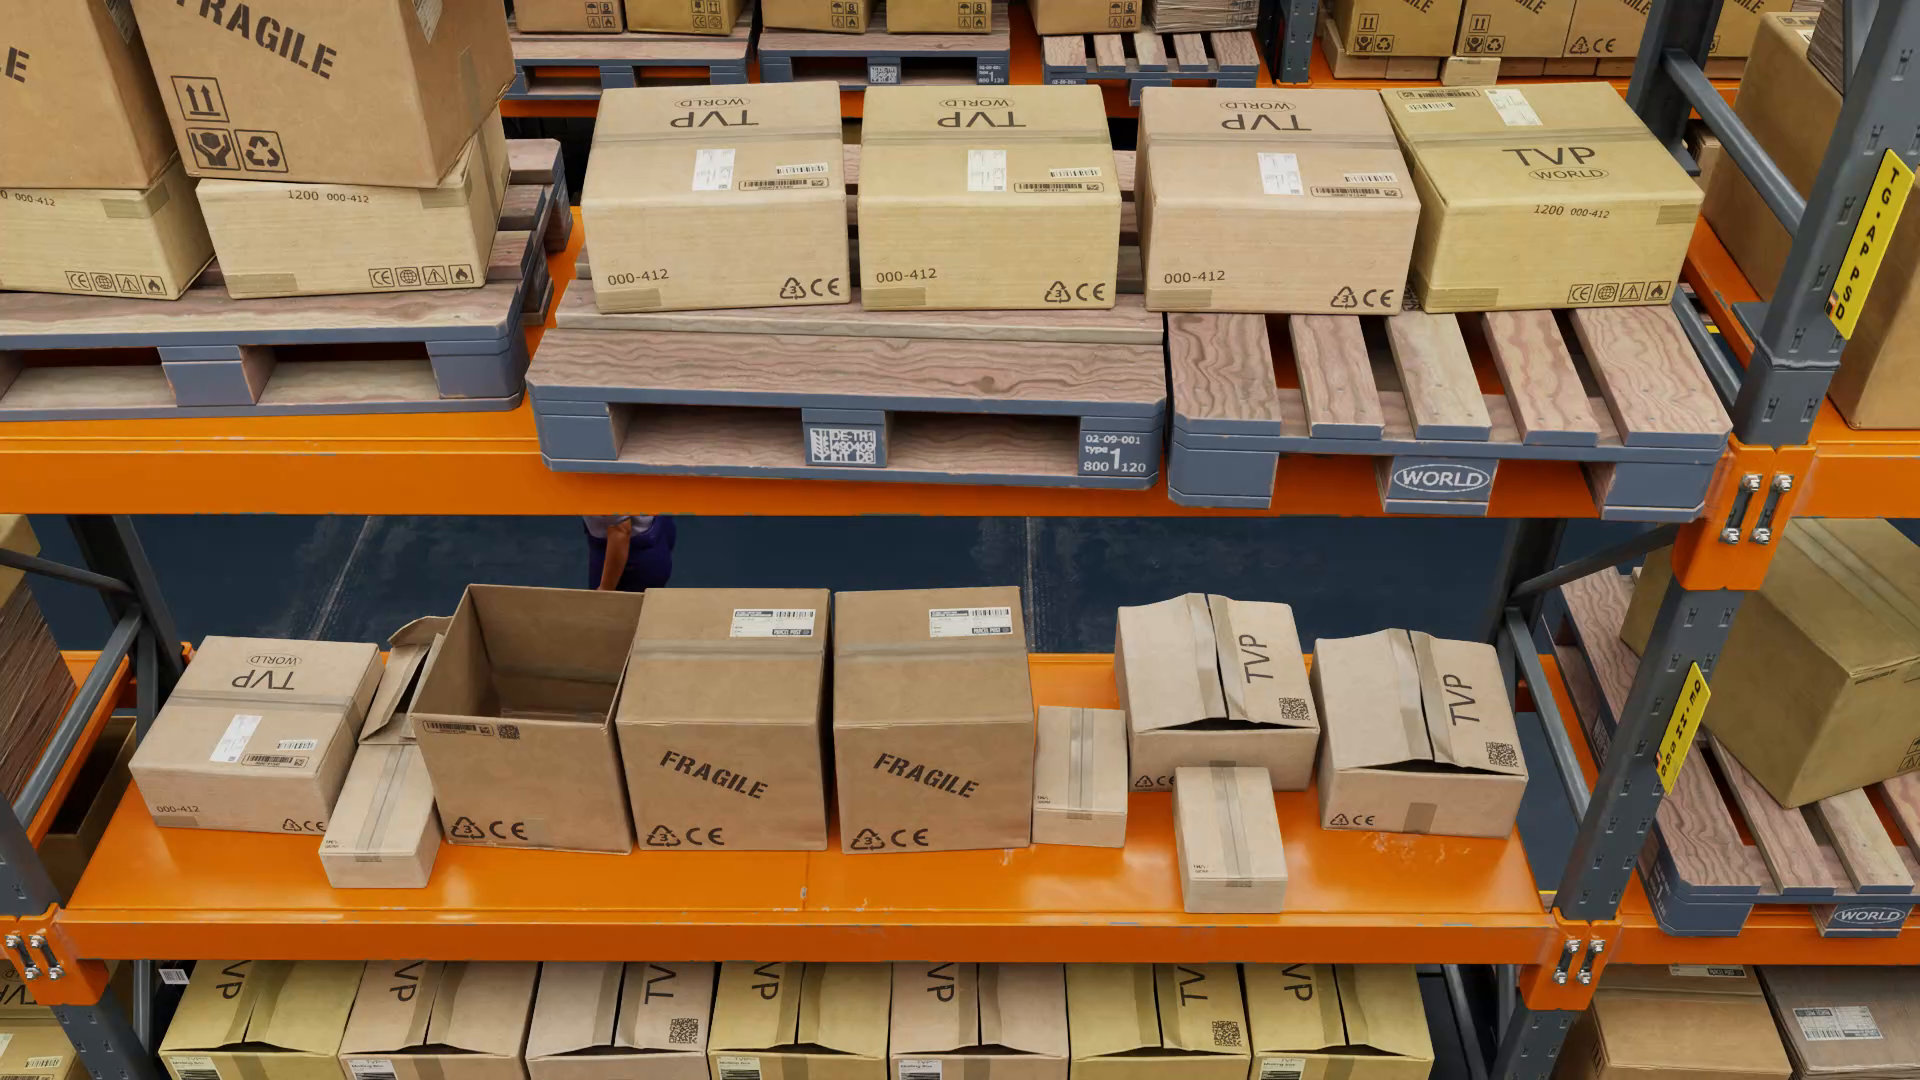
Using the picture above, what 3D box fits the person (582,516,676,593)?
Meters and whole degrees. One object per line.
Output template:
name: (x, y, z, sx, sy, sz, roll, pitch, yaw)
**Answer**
person: (-1.266, 0.024, 6.133, 0.418, 1.653, 0.563, -2, 40, -2)
